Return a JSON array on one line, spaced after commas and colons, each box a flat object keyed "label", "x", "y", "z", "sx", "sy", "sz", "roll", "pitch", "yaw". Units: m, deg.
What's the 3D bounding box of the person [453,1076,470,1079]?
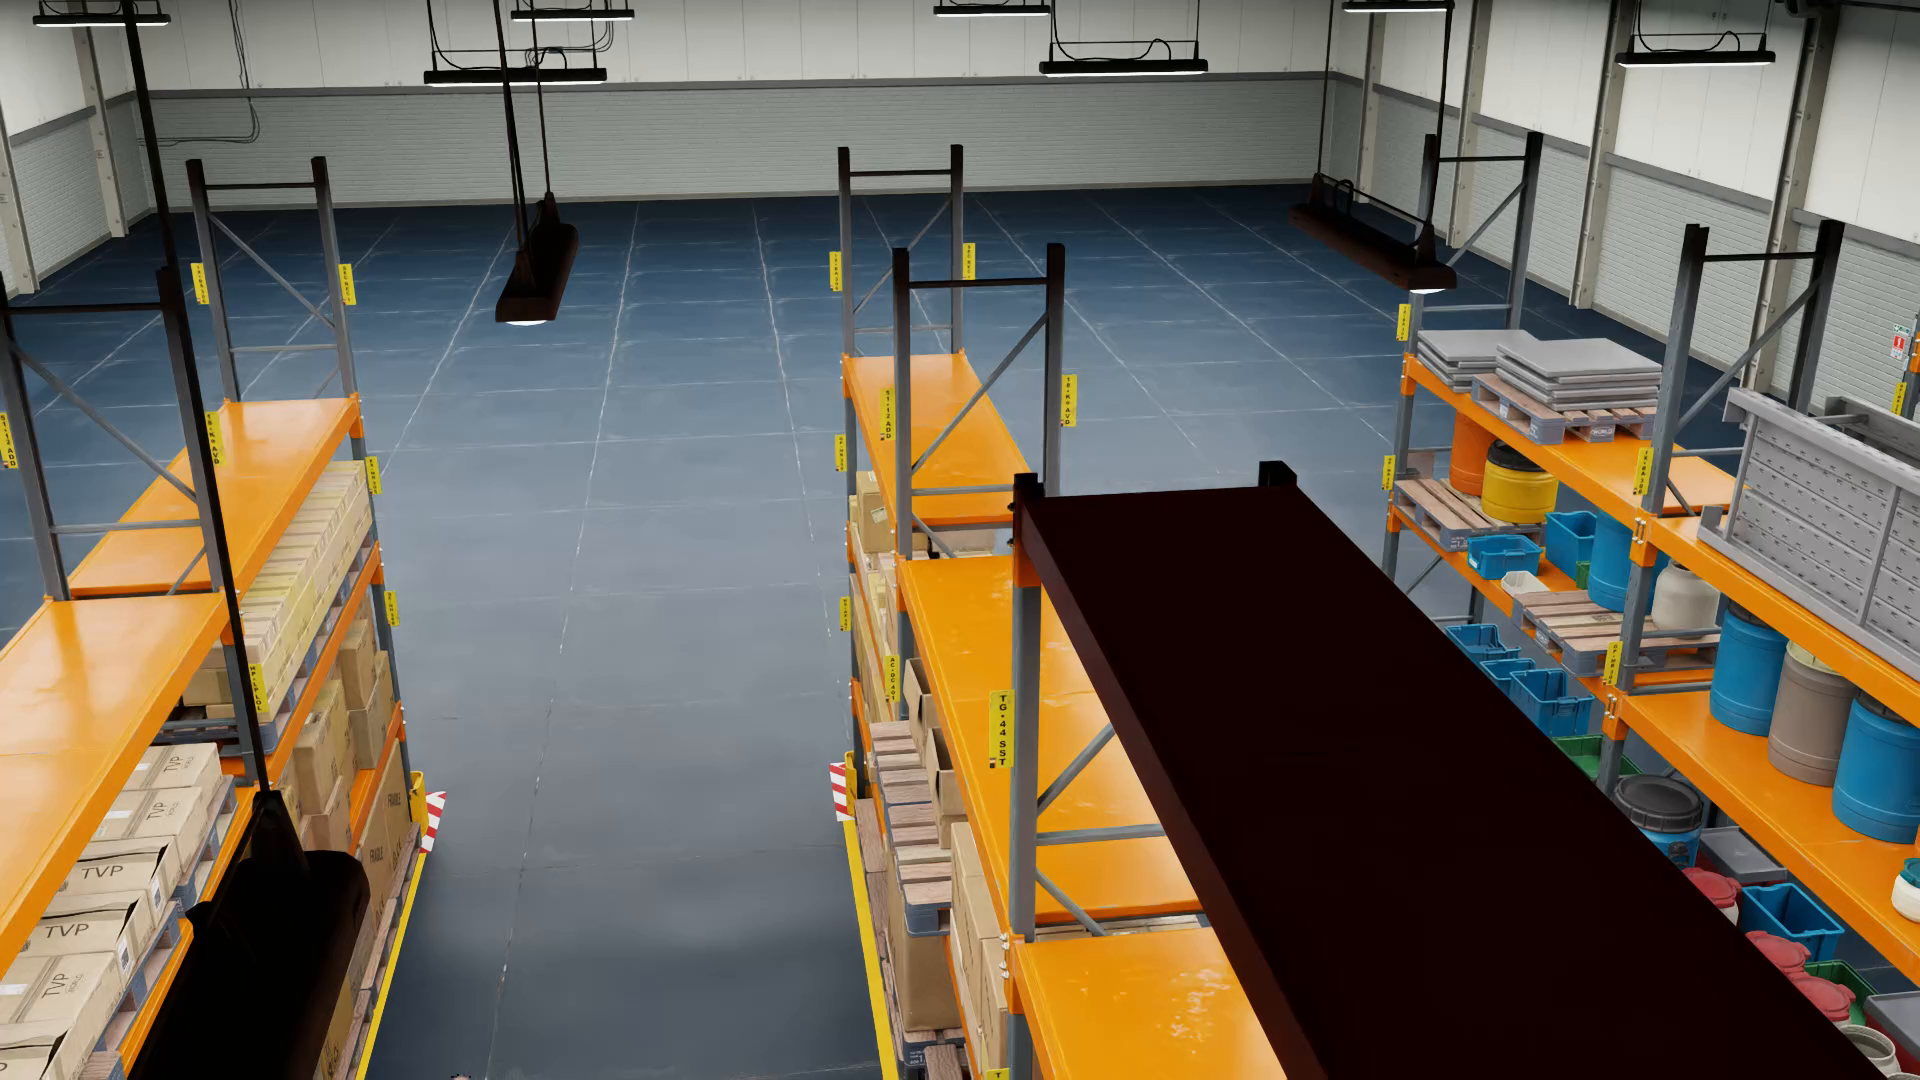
[{"label": "person", "x": -2.856, "y": 3.903, "z": 9.516, "sx": 0.751, "sy": 1.688, "sz": 0.644, "roll": 0, "pitch": 22, "yaw": 1}]
